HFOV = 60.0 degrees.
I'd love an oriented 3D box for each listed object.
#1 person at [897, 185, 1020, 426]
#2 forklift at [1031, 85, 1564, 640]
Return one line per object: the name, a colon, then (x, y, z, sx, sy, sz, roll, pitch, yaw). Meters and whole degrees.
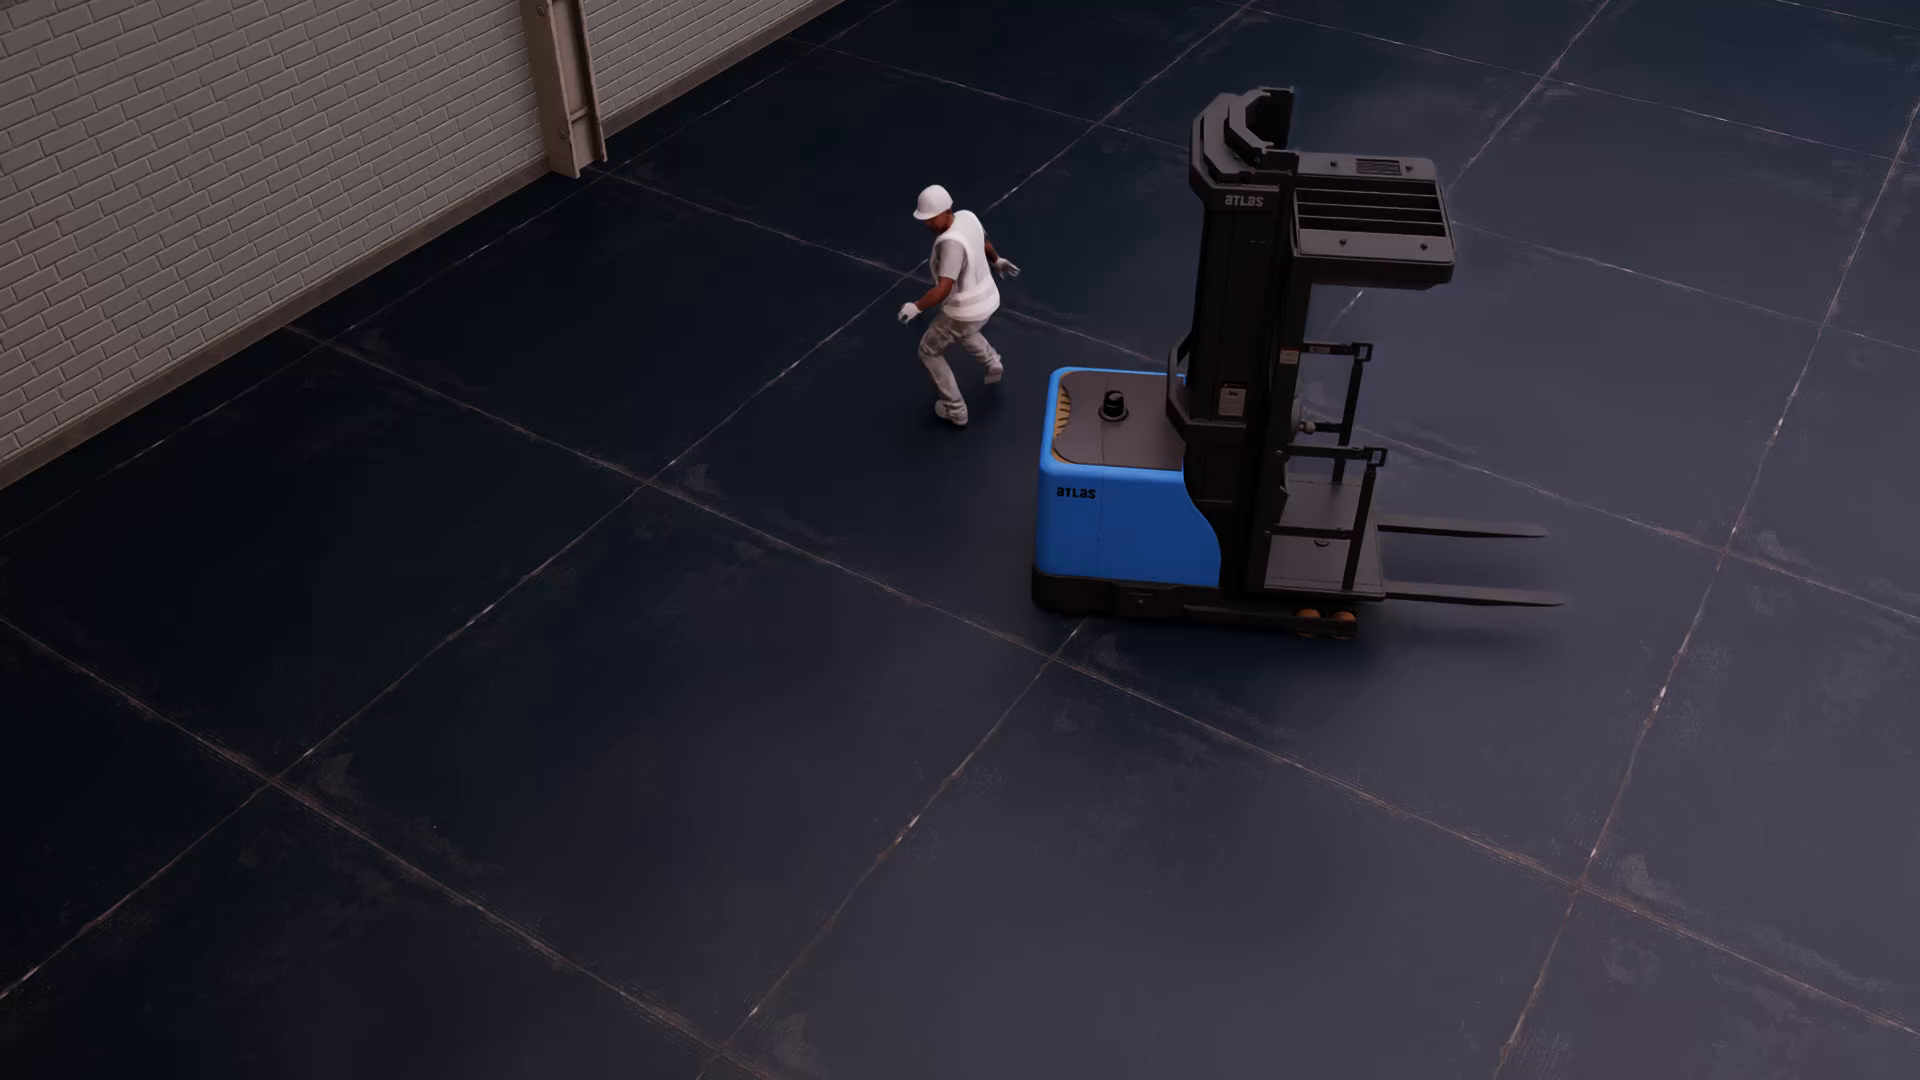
person: (0.015, -1.578, 10.913, 0.518, 1.659, 1.044, 16, 43, 18)
forklift: (1.972, -0.910, 9.041, 3.031, 2.935, 1.130, 4, 40, 5)
